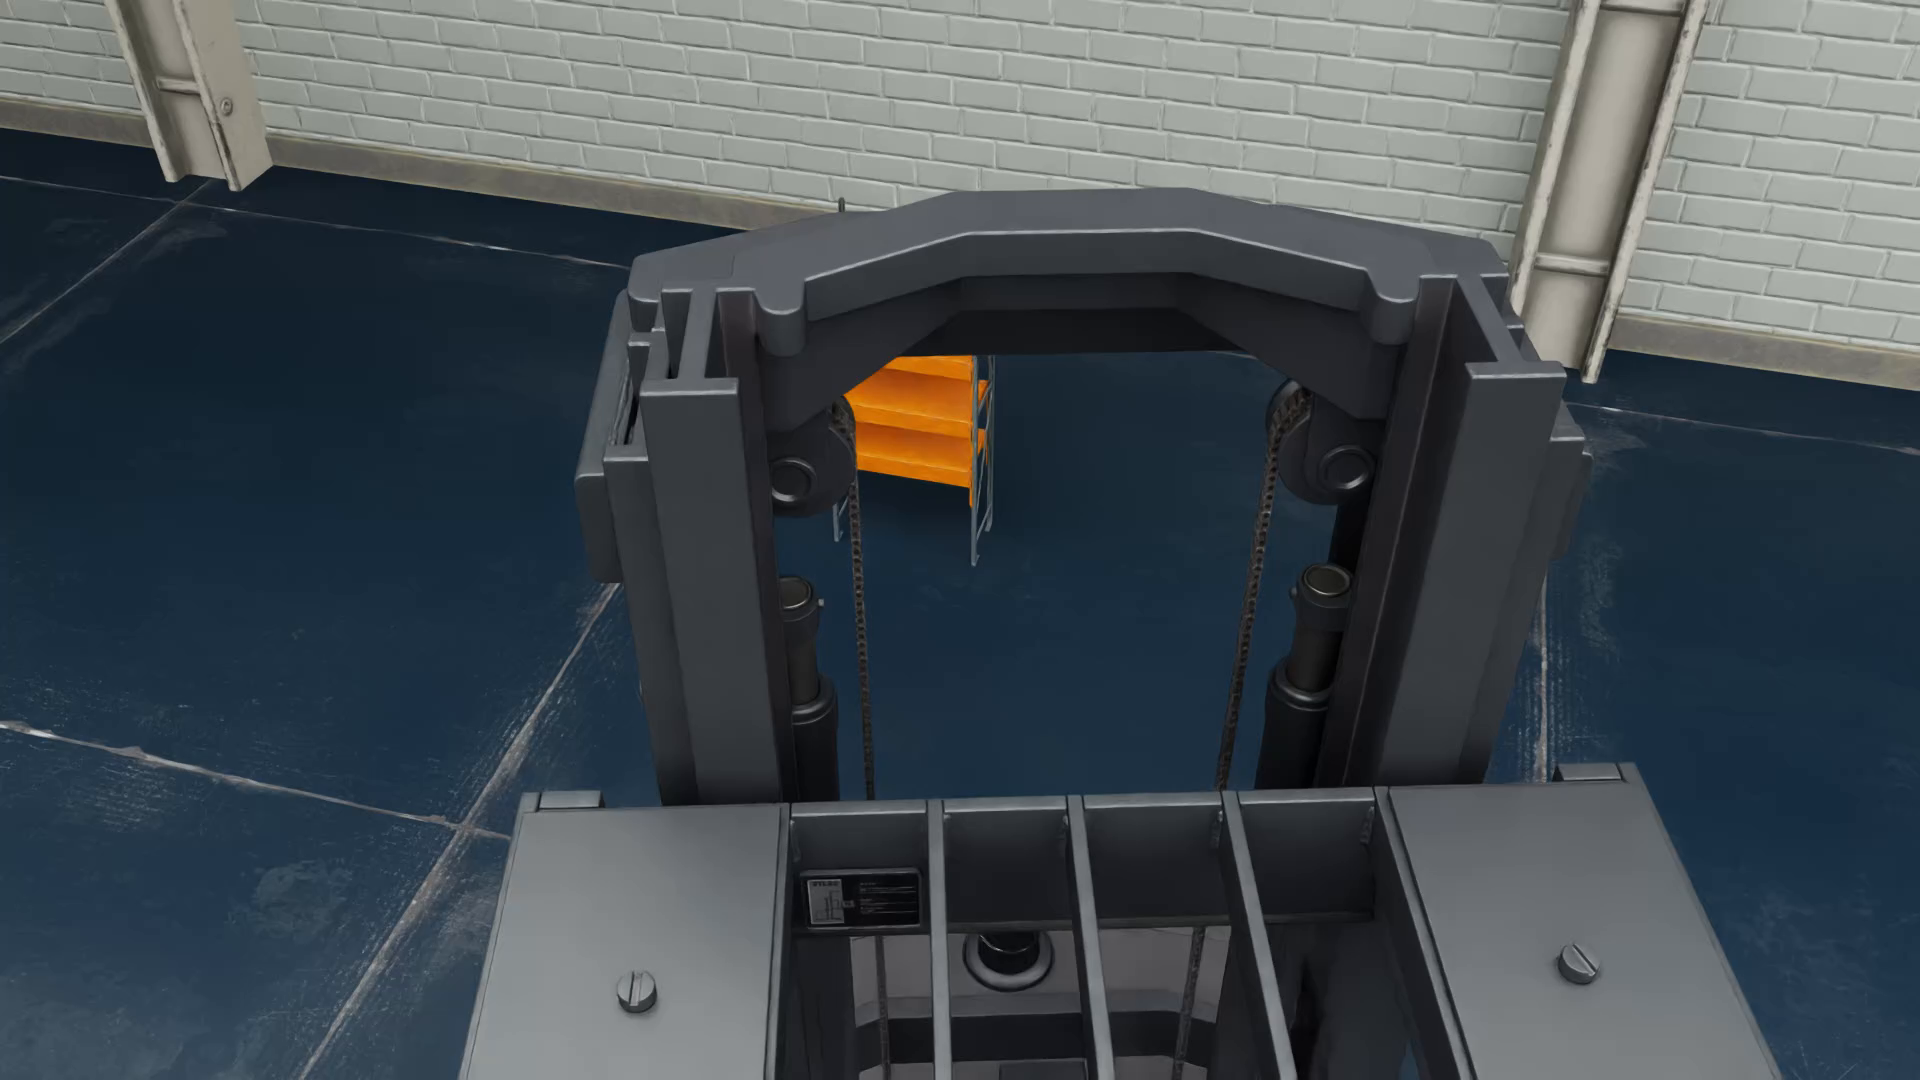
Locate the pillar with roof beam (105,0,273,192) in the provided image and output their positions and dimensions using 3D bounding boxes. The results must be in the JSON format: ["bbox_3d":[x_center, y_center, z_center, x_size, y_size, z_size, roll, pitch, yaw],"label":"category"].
[{"bbox_3d":[-4.583,-2.505,1.735,0.400,9.000,9.100,10,41,11],"label":"pillar with roof beam"}]

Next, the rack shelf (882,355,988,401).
[{"bbox_3d":[-0.160,-0.607,5.296,0.480,0.148,0.258,10,41,11],"label":"rack shelf"}]

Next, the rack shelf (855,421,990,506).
[{"bbox_3d":[-0.160,-0.283,5.568,0.480,0.148,0.258,10,41,11],"label":"rack shelf"}]

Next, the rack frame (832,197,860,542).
[{"bbox_3d":[-0.396,-0.528,5.445,0.015,1.200,0.240,10,41,11],"label":"rack frame"}]

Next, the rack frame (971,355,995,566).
[{"bbox_3d":[0.076,-0.446,5.349,0.015,1.200,0.240,10,41,11],"label":"rack frame"}]

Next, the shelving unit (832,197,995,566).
[{"bbox_3d":[-0.160,-0.487,5.397,0.503,1.200,0.258,10,41,11],"label":"shelving unit"}]

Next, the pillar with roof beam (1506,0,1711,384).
[{"bbox_3d":[1.213,-1.507,0.548,0.400,9.000,9.100,10,41,11],"label":"pillar with roof beam"}]

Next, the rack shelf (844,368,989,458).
[{"bbox_3d":[-0.160,-0.435,5.440,0.480,0.148,0.258,10,41,11],"label":"rack shelf"}]
